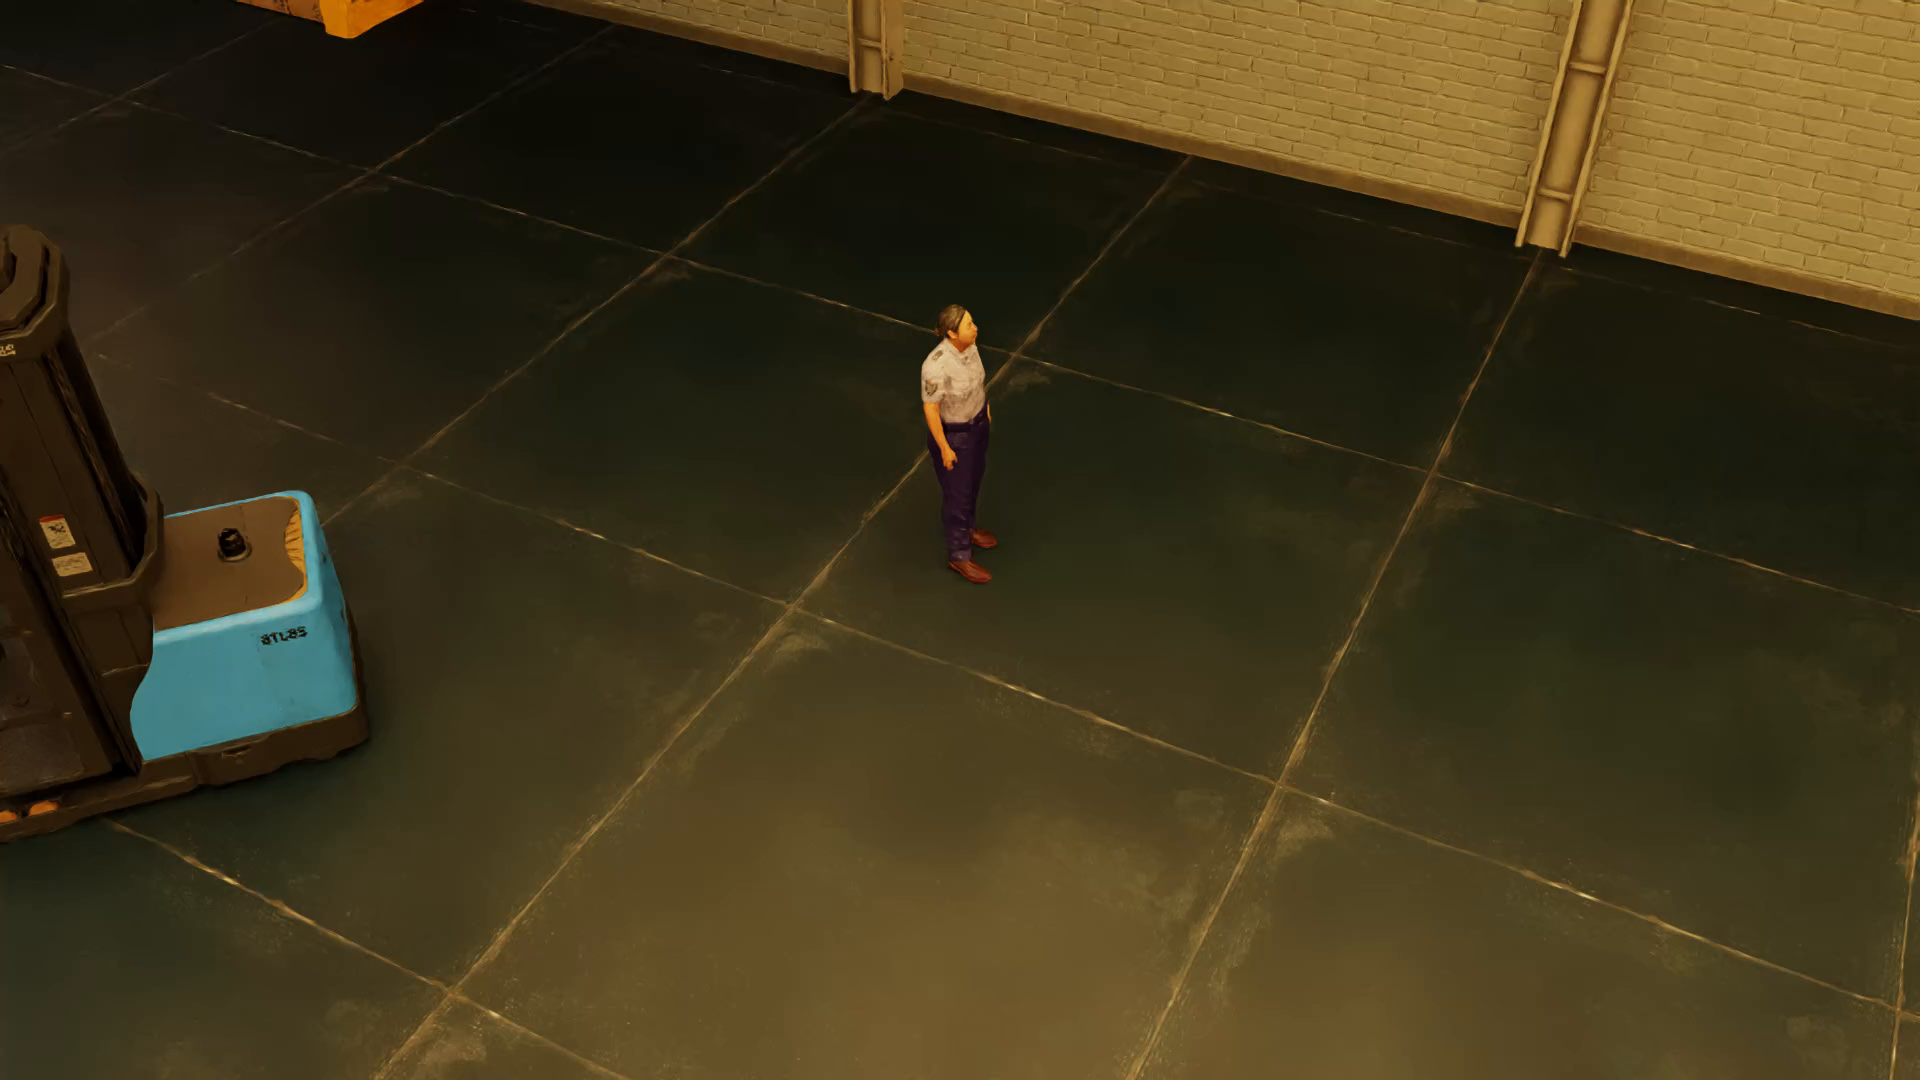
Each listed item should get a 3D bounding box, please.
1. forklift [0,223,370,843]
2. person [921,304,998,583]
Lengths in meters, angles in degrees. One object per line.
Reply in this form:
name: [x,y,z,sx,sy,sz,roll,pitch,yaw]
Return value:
forklift: [-4.743,0.031,7.950,3.031,2.935,1.130,-13,42,-15]
person: [0.069,-0.596,9.679,0.502,1.650,0.599,18,43,21]
